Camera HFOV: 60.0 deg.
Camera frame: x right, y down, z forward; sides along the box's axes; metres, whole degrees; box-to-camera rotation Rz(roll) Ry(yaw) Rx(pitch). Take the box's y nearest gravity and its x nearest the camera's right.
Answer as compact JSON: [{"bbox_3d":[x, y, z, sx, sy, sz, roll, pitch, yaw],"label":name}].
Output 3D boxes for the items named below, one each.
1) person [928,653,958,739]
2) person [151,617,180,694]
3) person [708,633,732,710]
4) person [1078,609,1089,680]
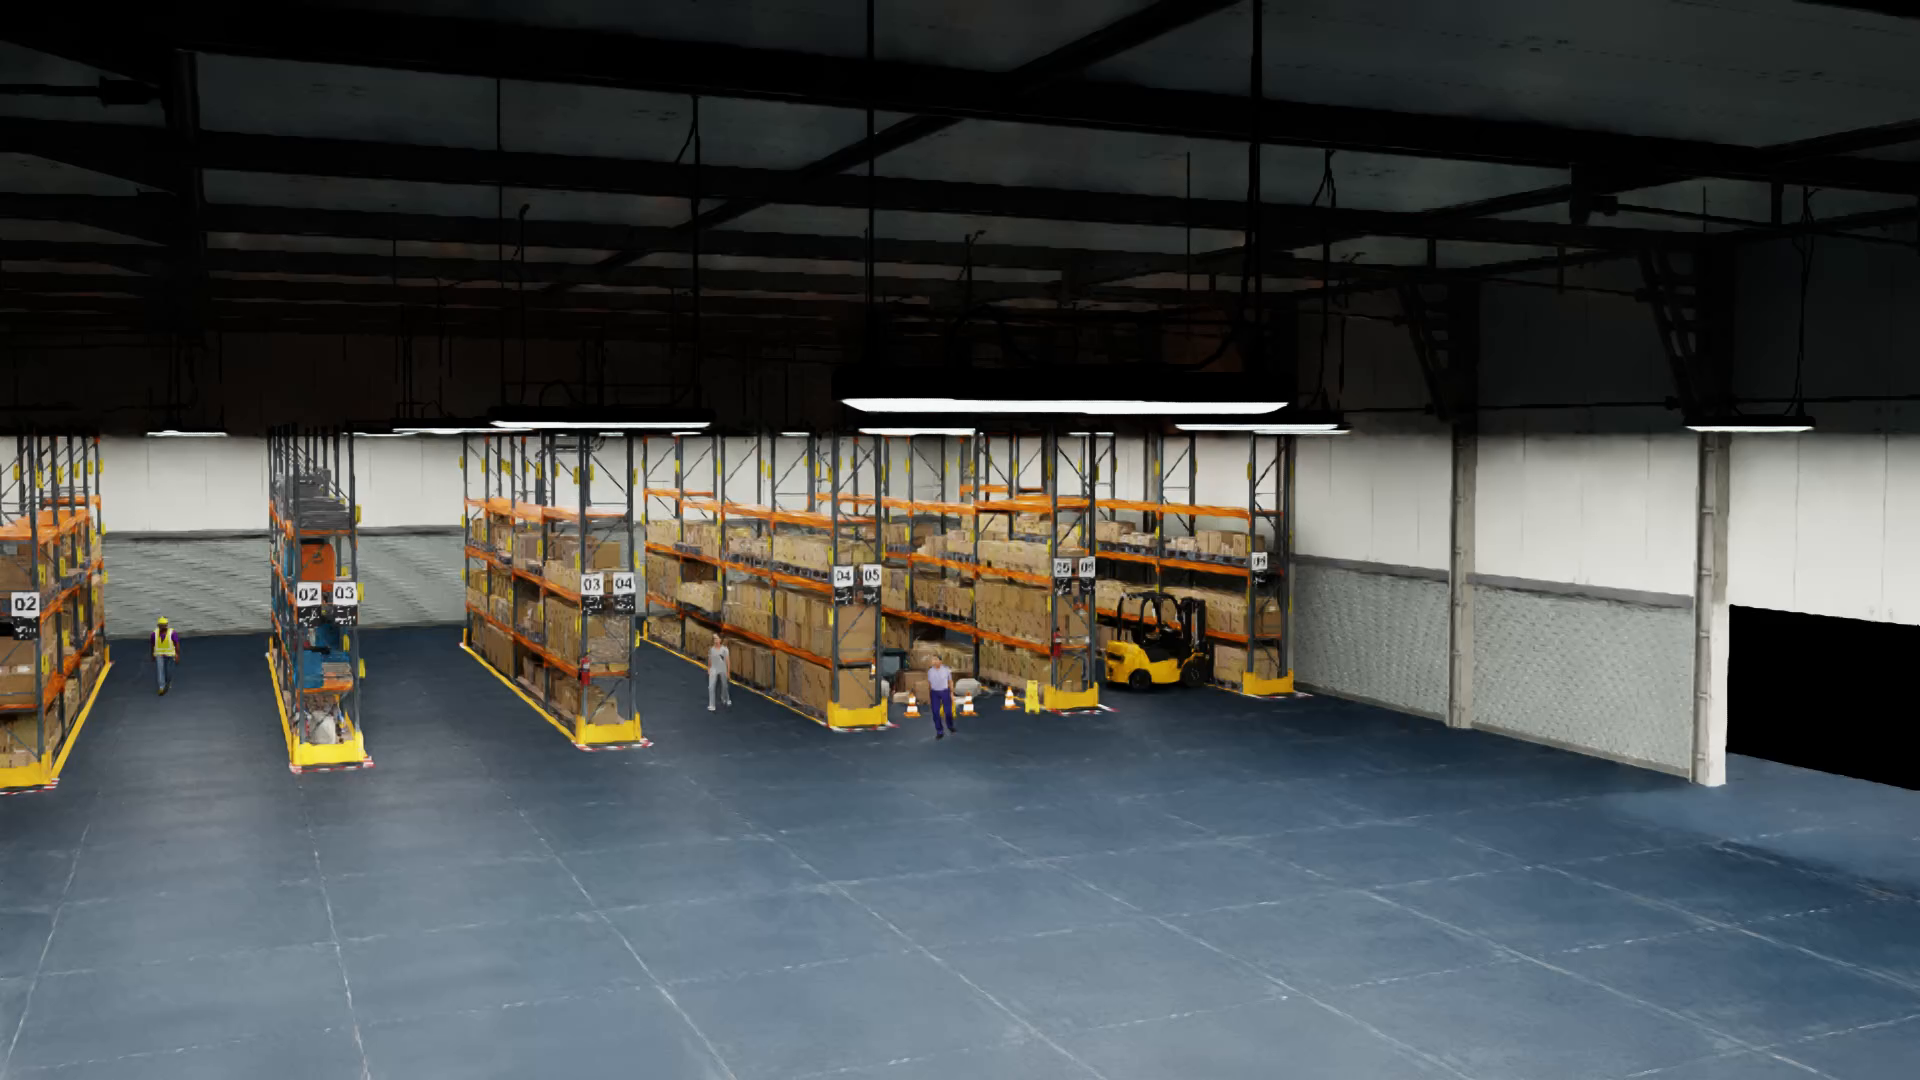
[{"bbox_3d":[-0.336,2.965,31.807,0.556,1.637,0.535,1,4,13],"label":"person"},{"bbox_3d":[-17.900,2.579,37.455,0.589,1.716,1.043,-2,4,-25],"label":"person"},{"bbox_3d":[-5.100,2.762,35.247,0.494,1.609,0.954,0,3,-3],"label":"person"},{"bbox_3d":[2.892,2.466,39.560,0.556,1.659,0.598,0,4,7],"label":"person"}]
